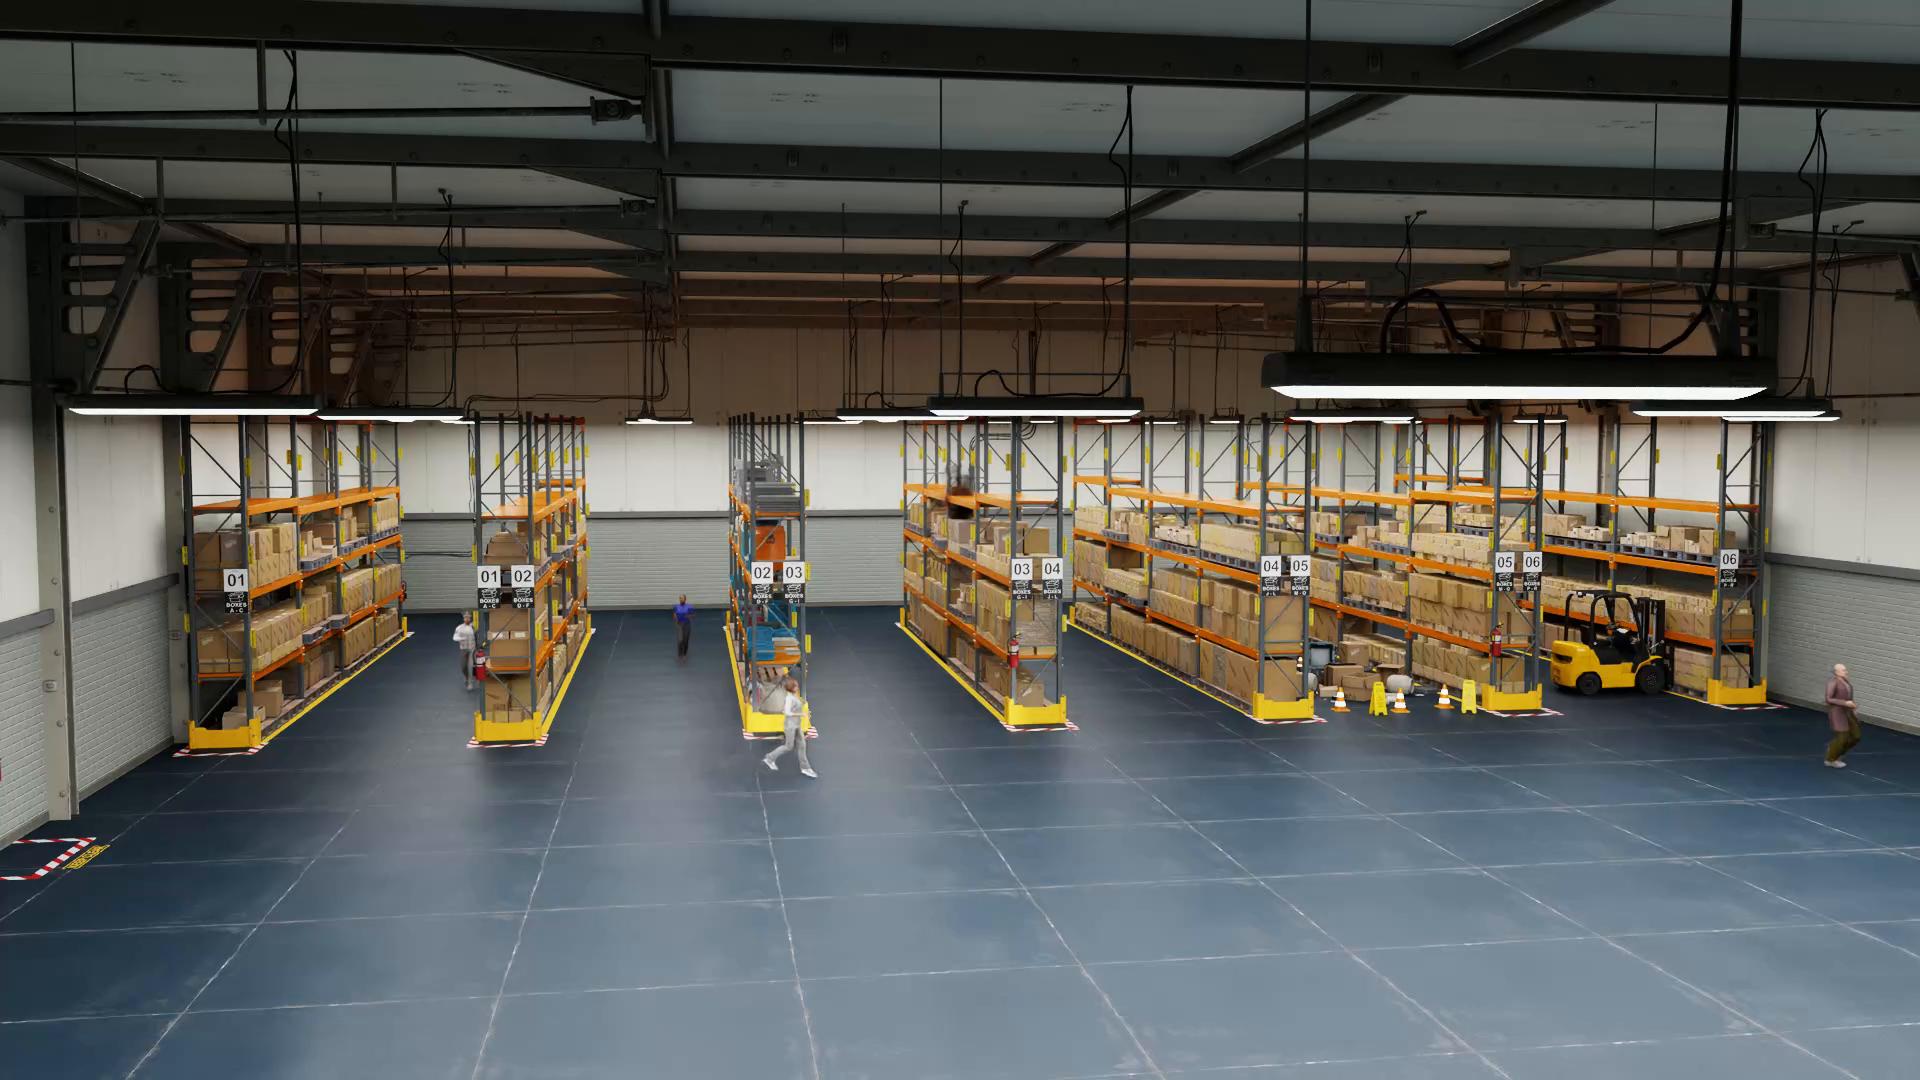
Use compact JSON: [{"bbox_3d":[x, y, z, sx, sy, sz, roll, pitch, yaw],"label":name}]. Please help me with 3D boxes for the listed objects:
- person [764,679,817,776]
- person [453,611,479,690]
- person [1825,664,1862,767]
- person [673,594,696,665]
[{"bbox_3d":[-2.774,3.067,27.192,0.877,1.605,0.538,1,4,10],"label":"person"},{"bbox_3d":[-10.741,2.387,36.323,0.612,1.677,0.939,-1,4,-12],"label":"person"},{"bbox_3d":[14.817,2.951,27.833,0.697,1.741,0.639,-2,4,-28],"label":"person"},{"bbox_3d":[-6.694,2.159,40.423,0.553,1.713,0.782,0,4,-7],"label":"person"}]
